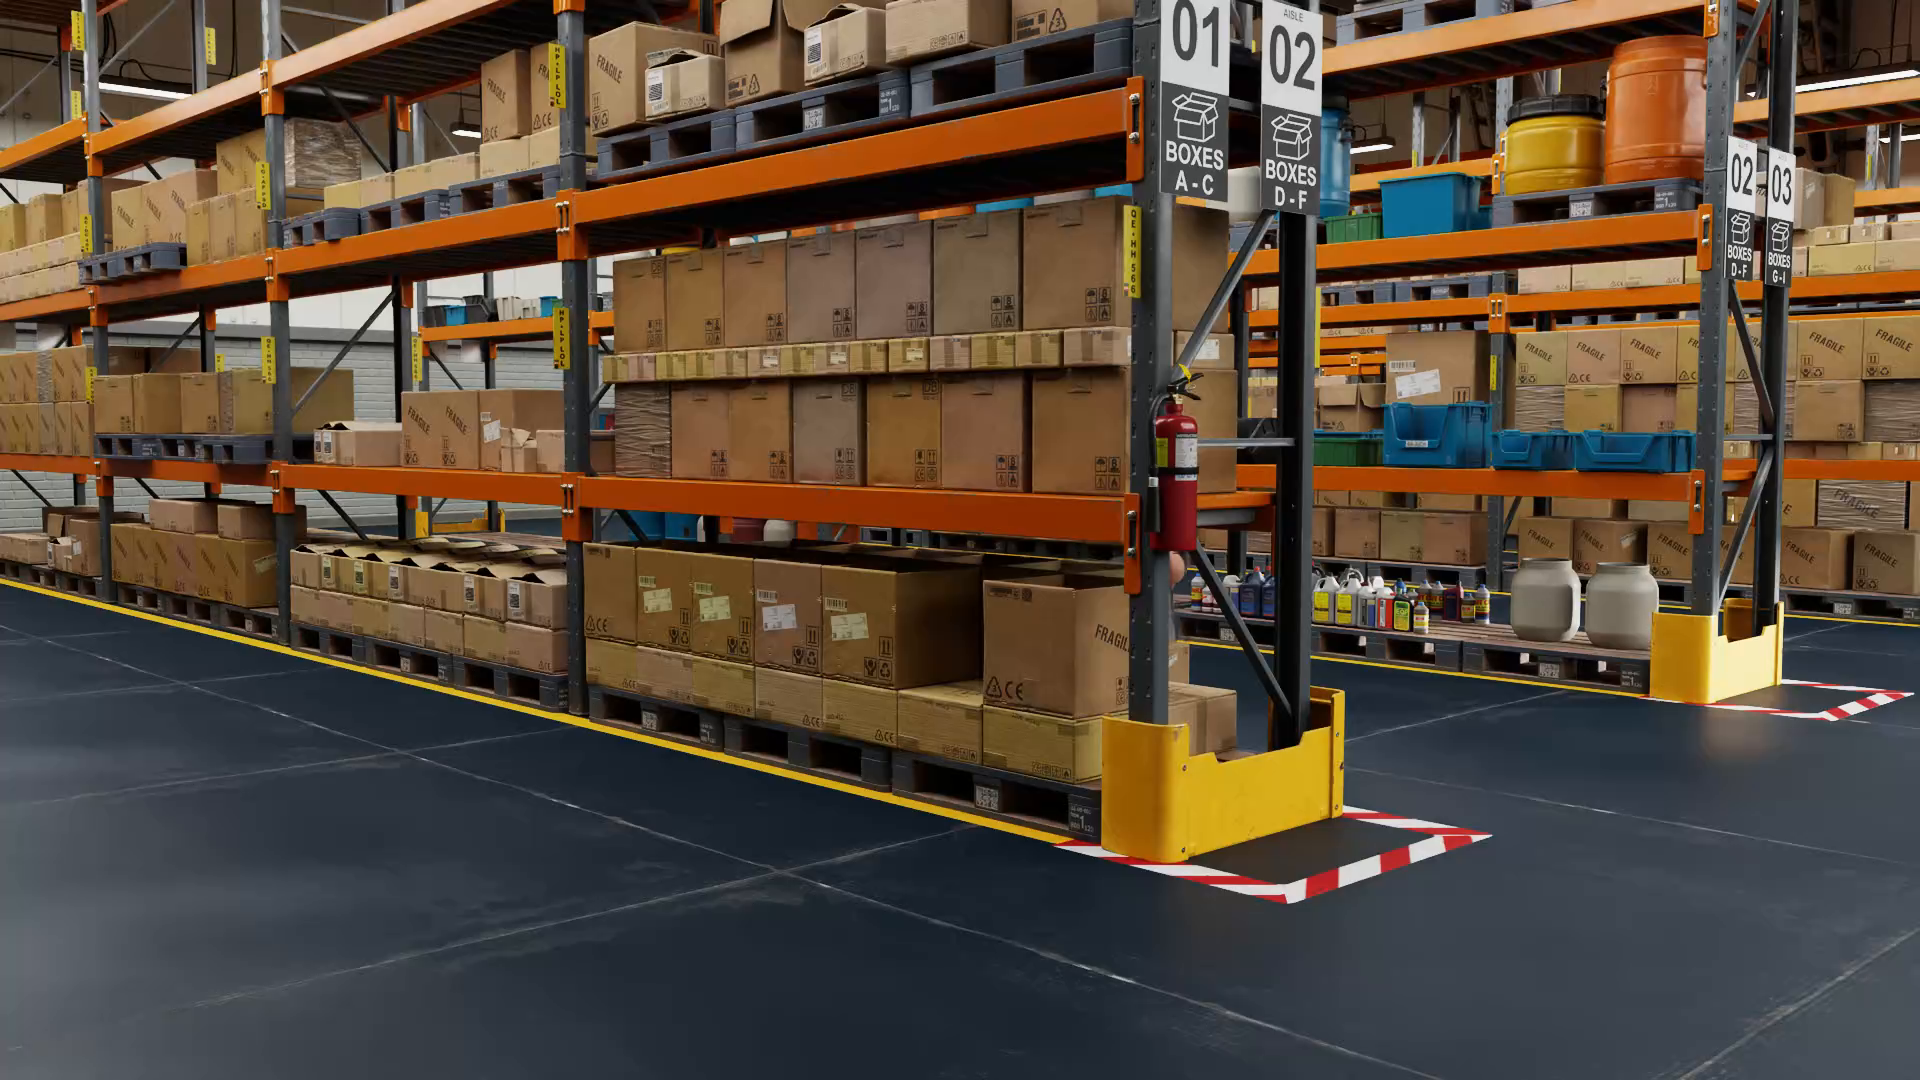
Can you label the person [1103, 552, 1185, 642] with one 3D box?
[{"bbox_3d":[1.005,0.475,10.368,0.529,0.833,0.881,-4,5,-44],"label":"person"}]
